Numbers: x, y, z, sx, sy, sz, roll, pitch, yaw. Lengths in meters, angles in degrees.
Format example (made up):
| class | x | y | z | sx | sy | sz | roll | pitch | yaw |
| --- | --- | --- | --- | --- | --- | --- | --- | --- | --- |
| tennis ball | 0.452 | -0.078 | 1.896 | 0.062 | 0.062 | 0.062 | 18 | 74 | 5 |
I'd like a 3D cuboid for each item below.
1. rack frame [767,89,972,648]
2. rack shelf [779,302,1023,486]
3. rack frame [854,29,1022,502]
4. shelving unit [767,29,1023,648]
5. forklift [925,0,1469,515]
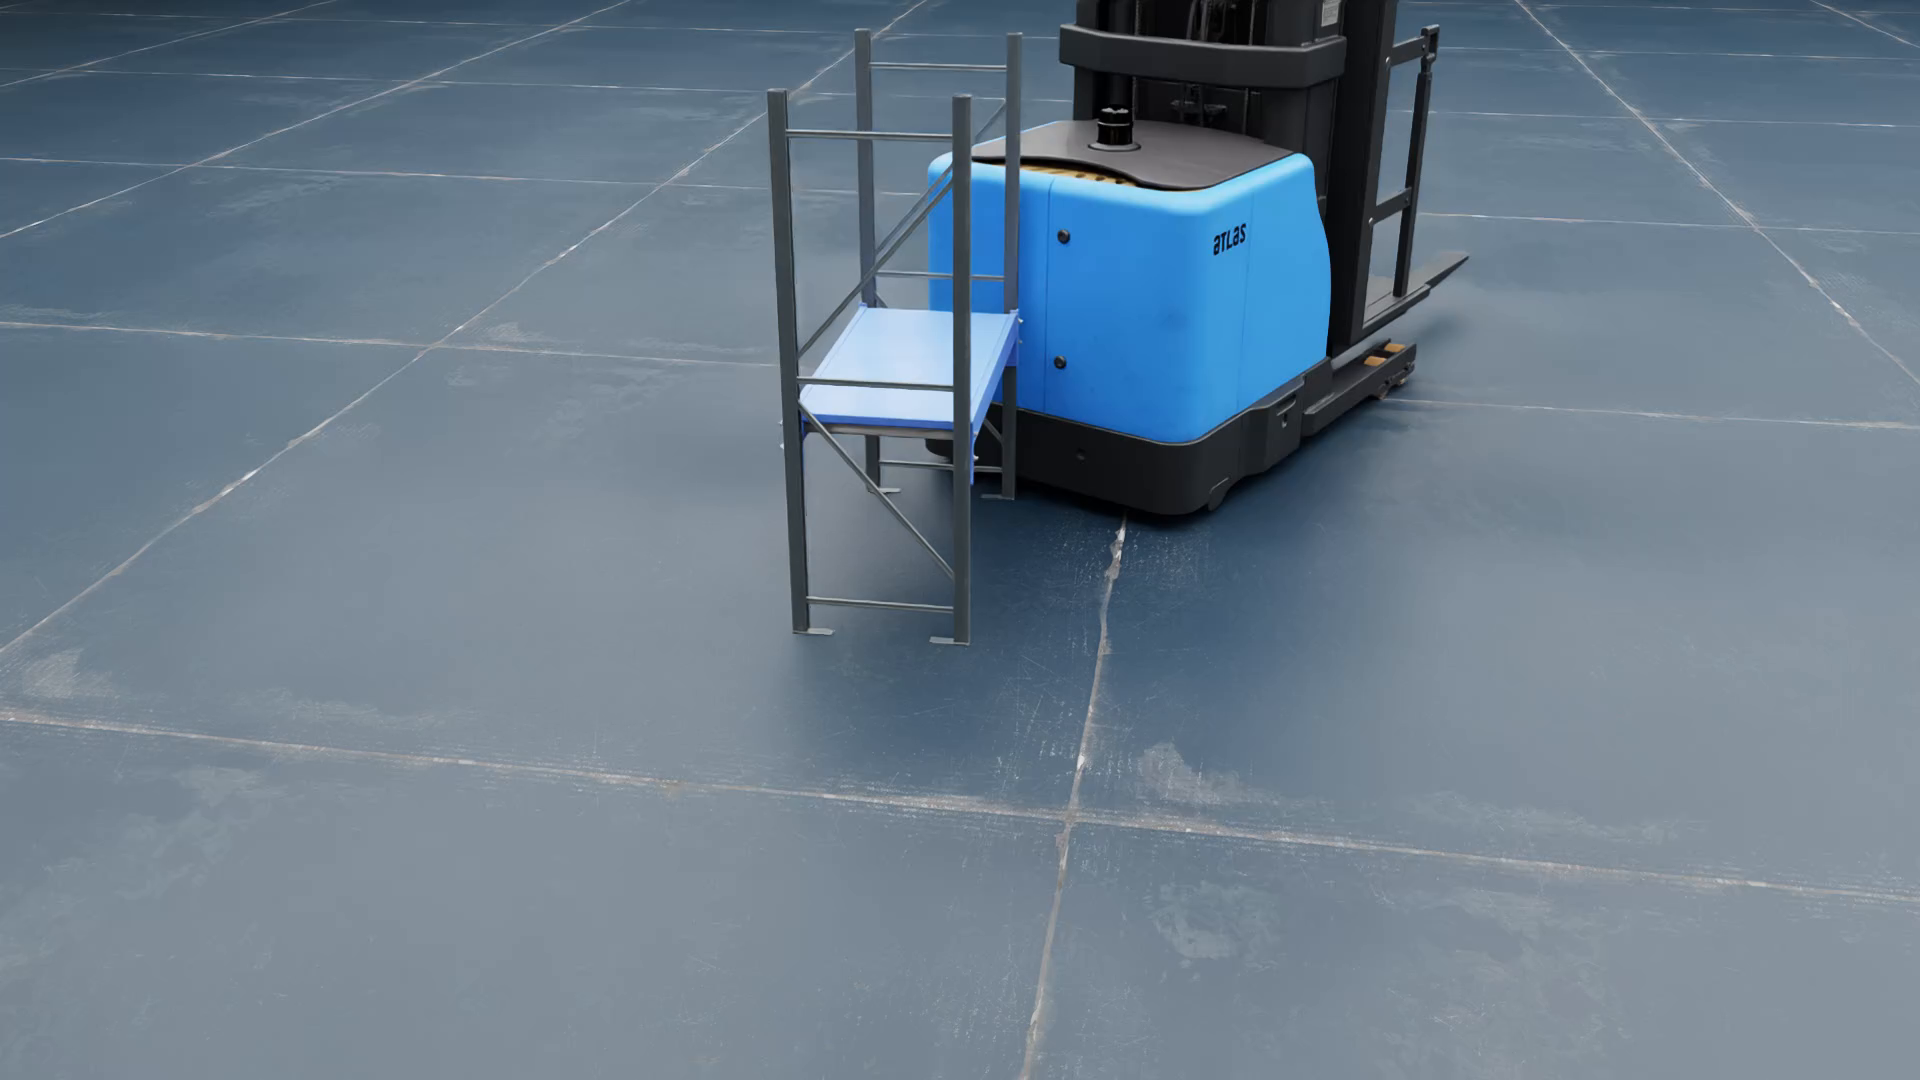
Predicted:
| class | x | y | z | sx | sy | sz | roll | pitch | yaw |
| --- | --- | --- | --- | --- | --- | --- | --- | --- | --- |
| rack frame | -0.221 | -0.404 | 4.343 | 0.500 | 1.500 | 0.032 | 4 | 25 | 8 |
| rack shelf | -0.143 | -0.454 | 4.874 | 0.538 | 0.185 | 1.000 | 4 | 25 | 8 |
| rack frame | -0.065 | -0.829 | 5.253 | 0.500 | 1.500 | 0.032 | 4 | 25 | 8 |
| shelving unit | -0.143 | -0.617 | 4.798 | 0.538 | 1.500 | 1.048 | 4 | 25 | 8 |
| forklift | 1.141 | -1.974 | 6.011 | 1.130 | 2.935 | 3.031 | 17 | 30 | 32 |
